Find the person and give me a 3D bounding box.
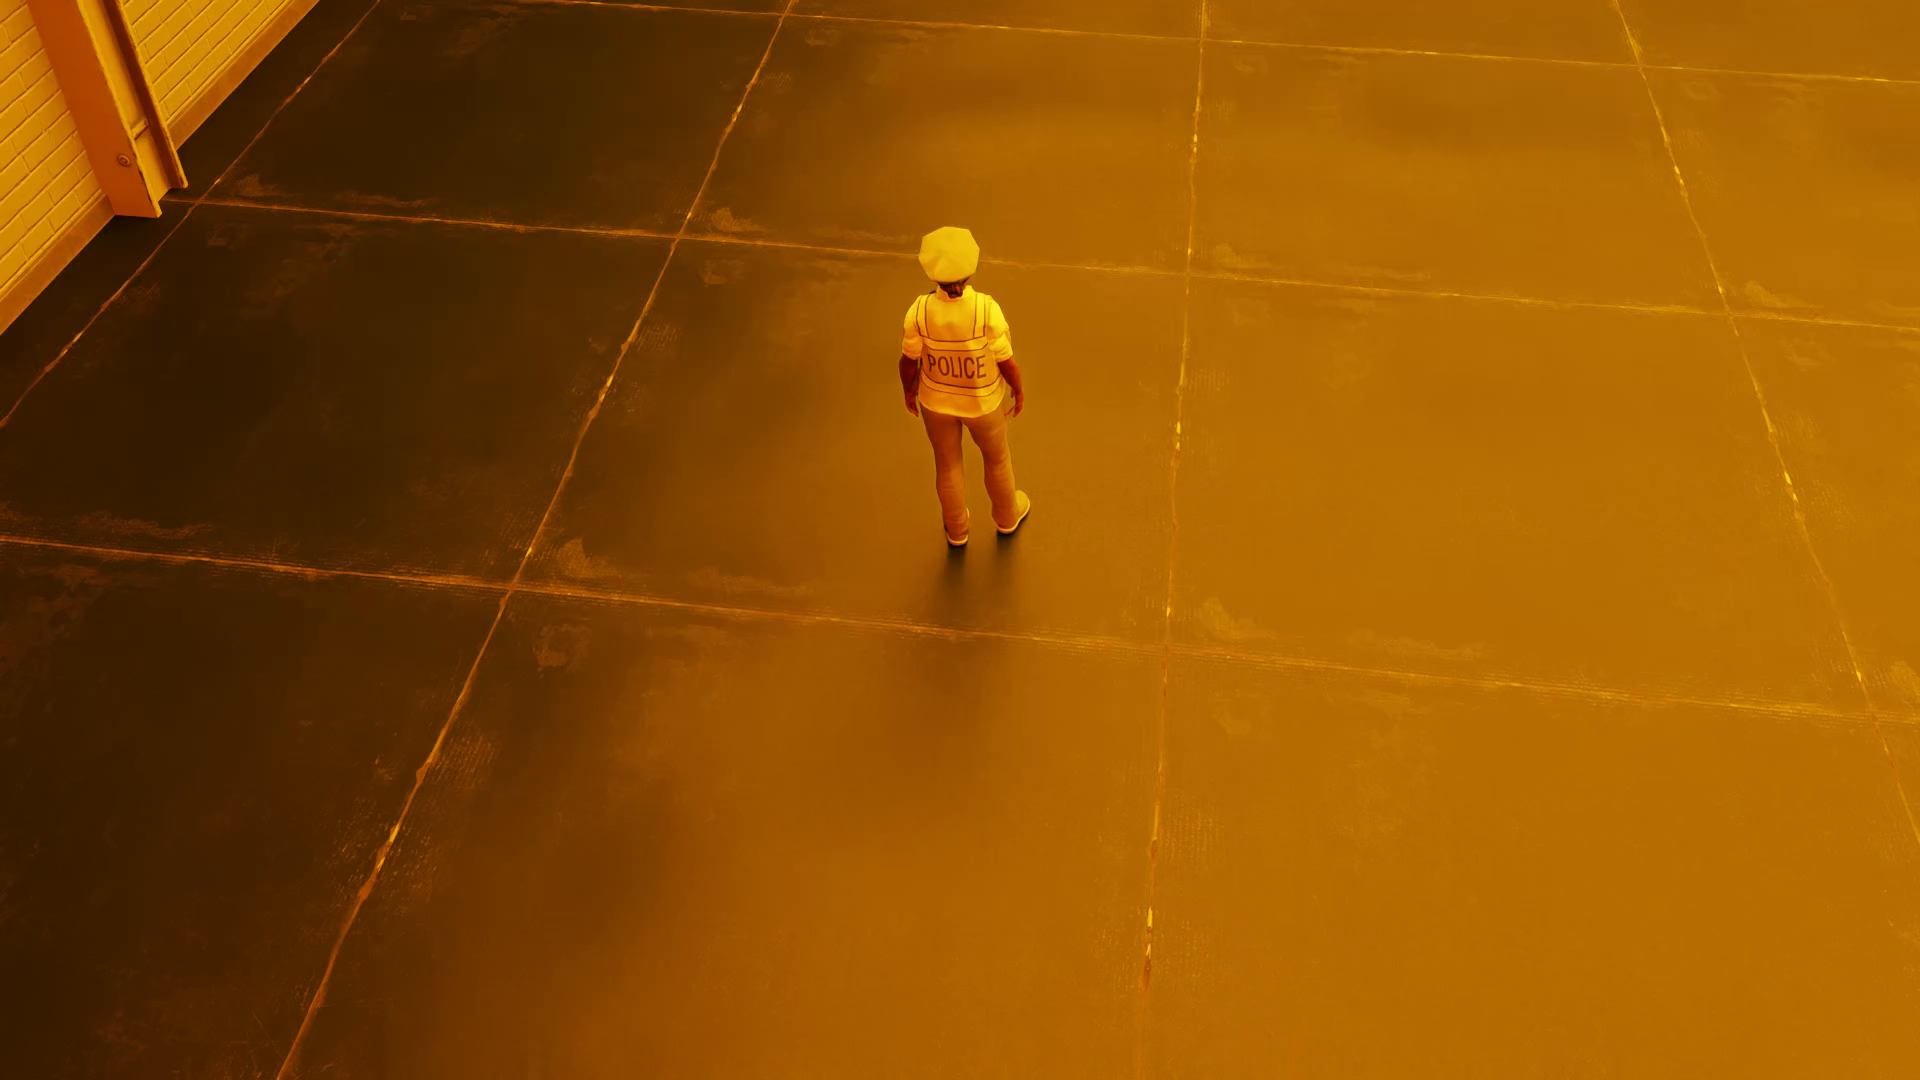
[{"bbox_3d":[0.030,-0.677,7.365,0.569,1.695,0.530,5,43,6],"label":"person"}]
